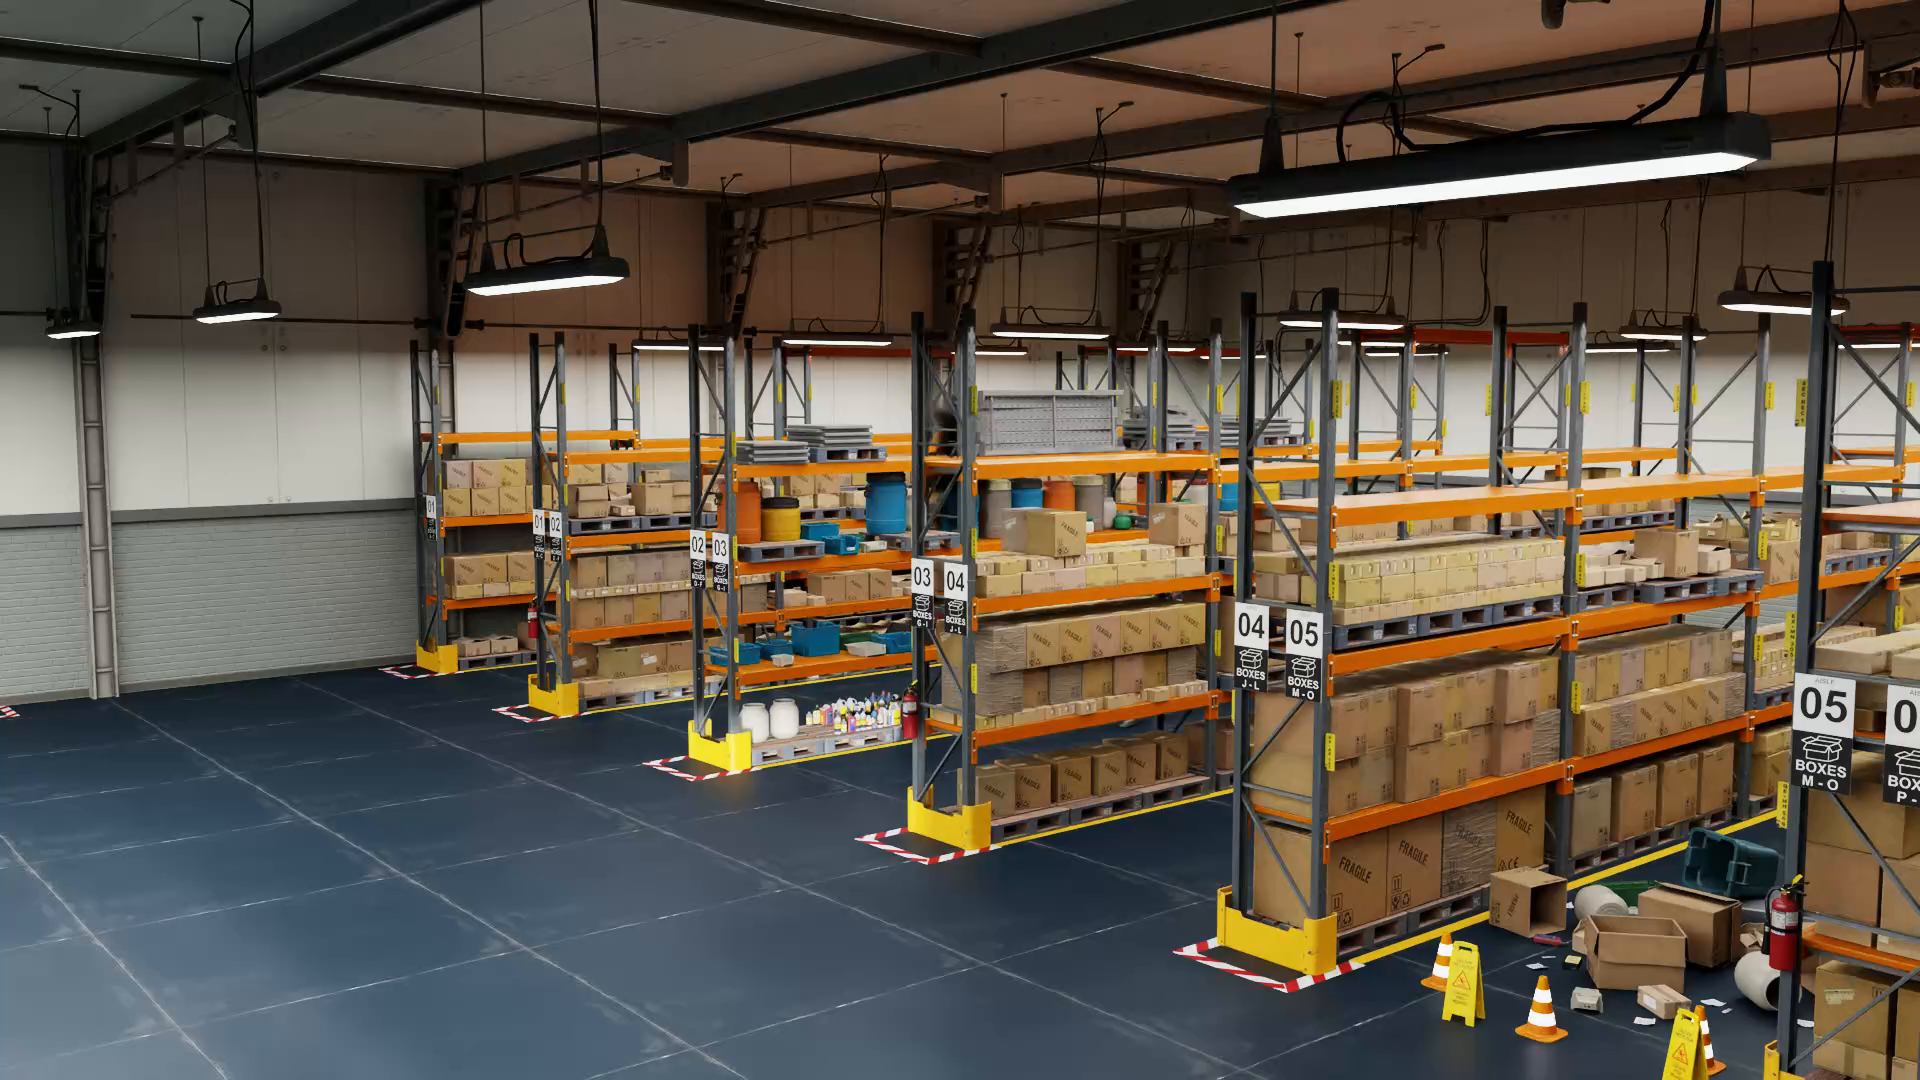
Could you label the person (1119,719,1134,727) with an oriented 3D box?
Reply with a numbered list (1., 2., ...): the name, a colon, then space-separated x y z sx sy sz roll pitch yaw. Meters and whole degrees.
1. person: 2.532 1.977 25.183 0.650 1.728 0.630 5 7 43
